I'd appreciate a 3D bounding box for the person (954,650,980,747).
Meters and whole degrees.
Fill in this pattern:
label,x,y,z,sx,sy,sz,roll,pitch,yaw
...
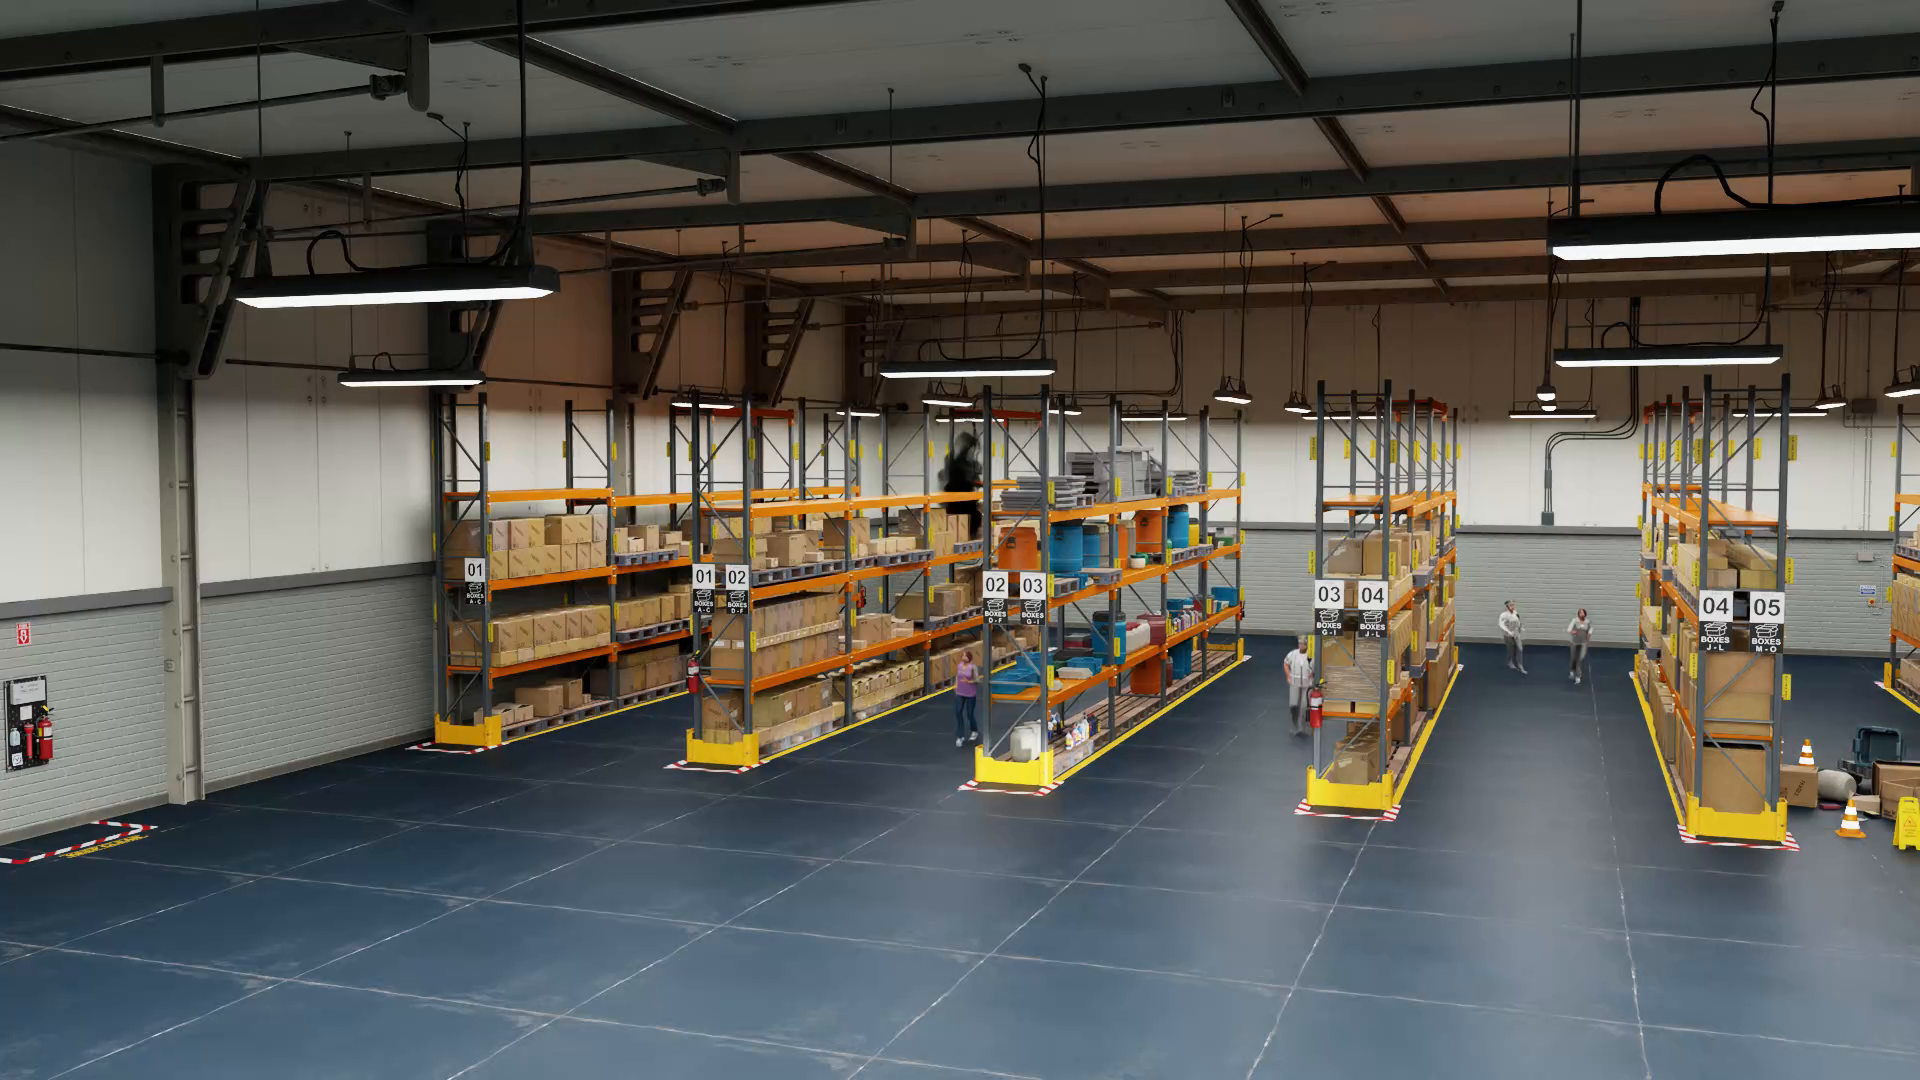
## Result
label,x,y,z,sx,sy,sz,roll,pitch,yaw
person,0.111,2.686,28.405,0.522,1.640,0.690,1,3,20

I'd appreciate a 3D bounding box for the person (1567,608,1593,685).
label,x,y,z,sx,sy,sz,roll,pitch,yaw
person,13.408,2.276,35.979,0.542,1.614,0.834,1,3,15

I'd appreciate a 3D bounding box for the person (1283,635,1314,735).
label,x,y,z,sx,sy,sz,roll,pitch,yaw
person,6.028,2.570,29.369,0.634,1.777,0.683,1,3,12

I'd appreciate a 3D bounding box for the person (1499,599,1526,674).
label,x,y,z,sx,sy,sz,roll,pitch,yaw
person,12.494,2.188,37.817,0.652,1.716,0.830,0,3,-9
